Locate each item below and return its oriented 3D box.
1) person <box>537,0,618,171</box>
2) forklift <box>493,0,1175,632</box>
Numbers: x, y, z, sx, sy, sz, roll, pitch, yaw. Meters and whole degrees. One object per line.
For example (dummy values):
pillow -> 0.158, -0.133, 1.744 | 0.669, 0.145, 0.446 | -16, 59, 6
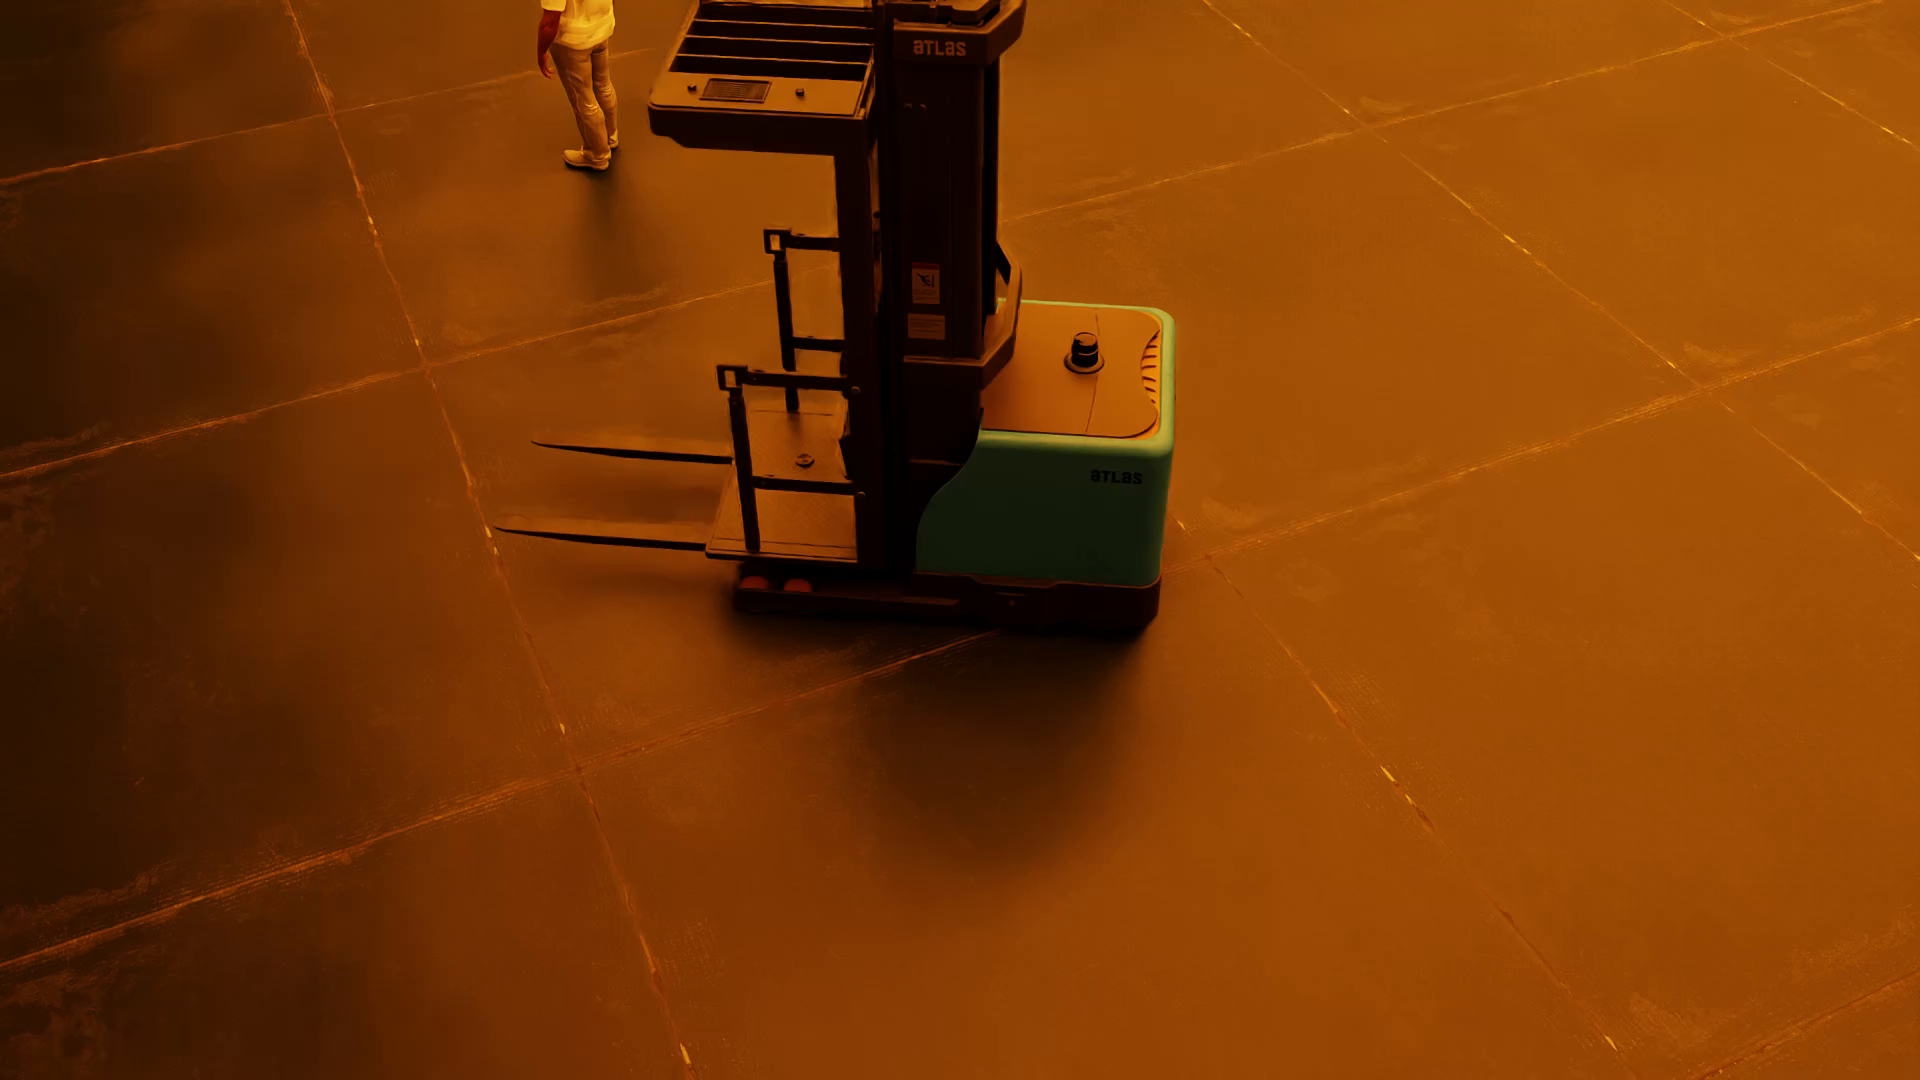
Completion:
person -> -2.281, -2.990, 9.727 | 0.578, 1.765, 0.666 | 22, 47, 22
forklift -> -0.588, -1.091, 6.849 | 3.031, 2.935, 1.130 | 4, 43, 4
